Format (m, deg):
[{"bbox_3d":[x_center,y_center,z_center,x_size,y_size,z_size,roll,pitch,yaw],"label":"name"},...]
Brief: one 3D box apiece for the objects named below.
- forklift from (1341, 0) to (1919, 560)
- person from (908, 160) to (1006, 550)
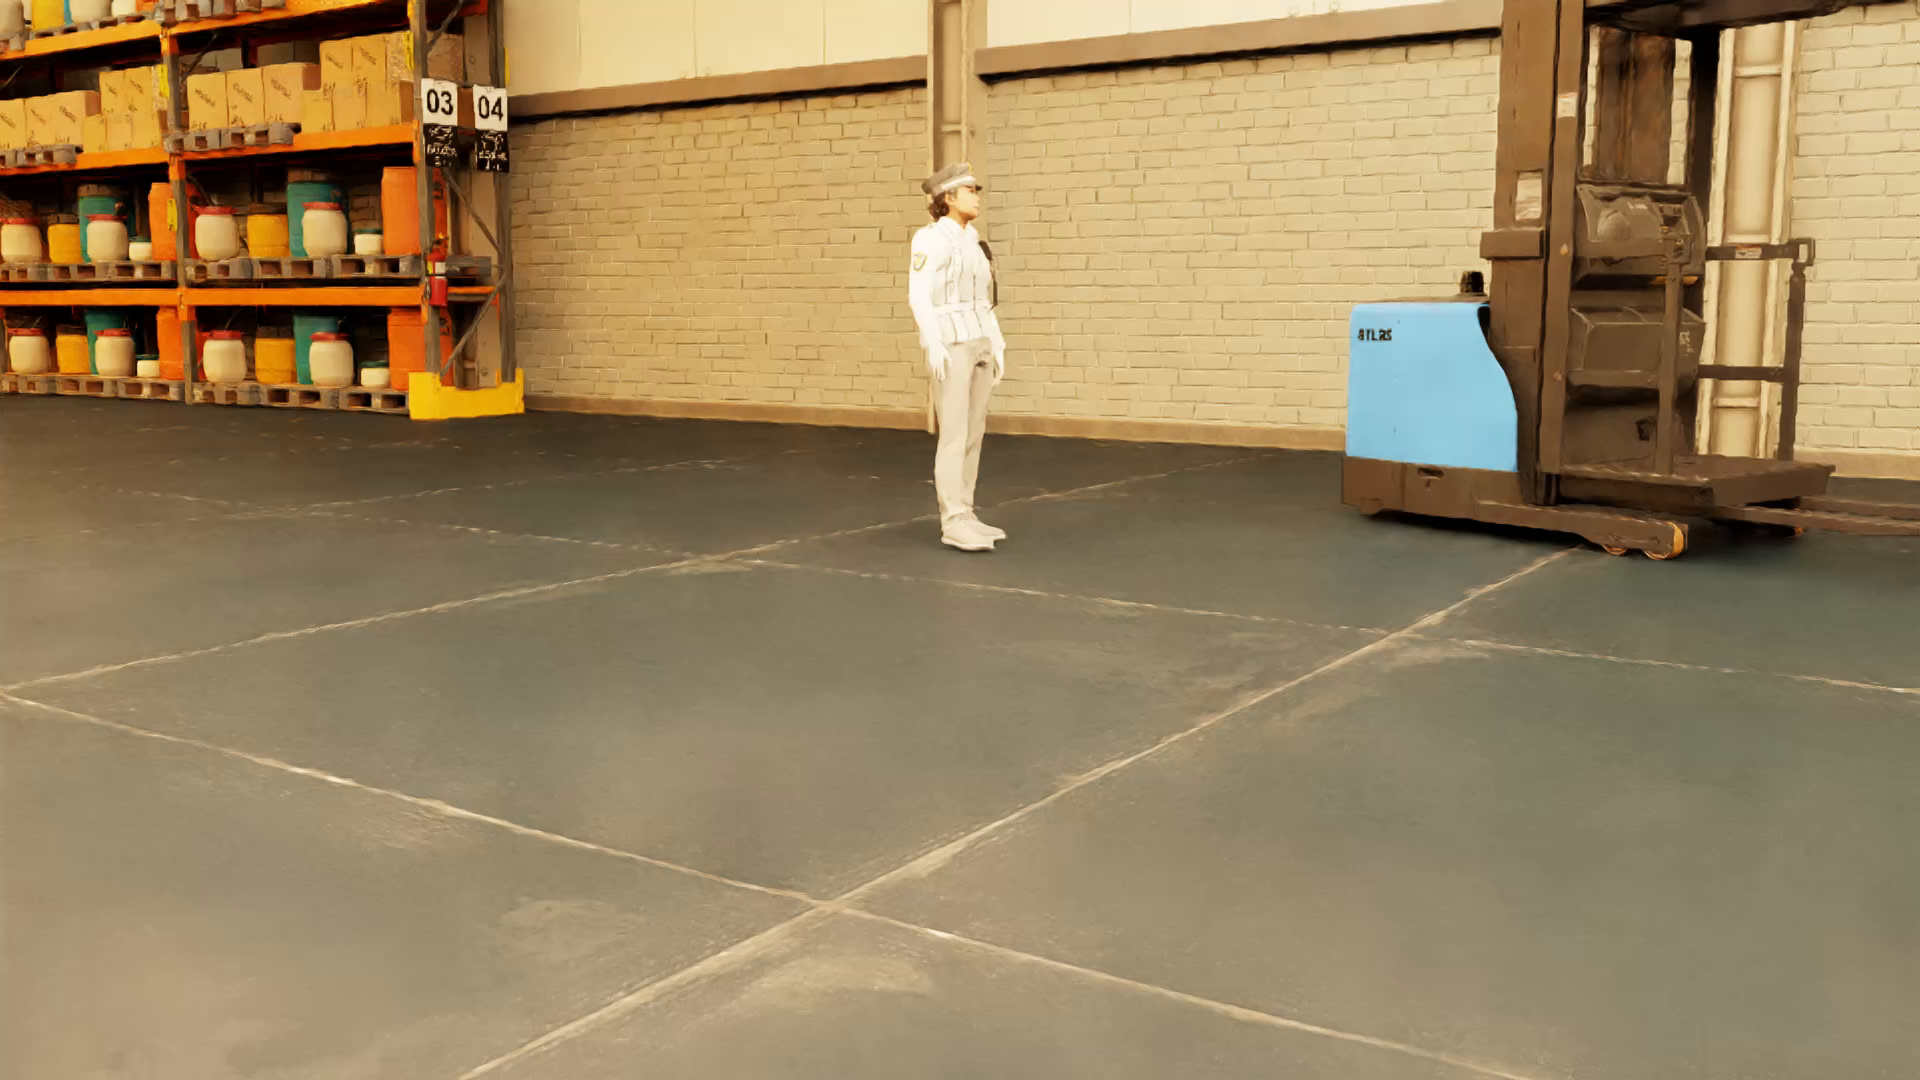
[{"bbox_3d":[3.205,-1.444,7.346,1.130,2.935,3.031,-6,10,-36],"label":"forklift"},{"bbox_3d":[0.052,-0.840,7.440,0.533,1.695,0.586,5,10,34],"label":"person"}]
